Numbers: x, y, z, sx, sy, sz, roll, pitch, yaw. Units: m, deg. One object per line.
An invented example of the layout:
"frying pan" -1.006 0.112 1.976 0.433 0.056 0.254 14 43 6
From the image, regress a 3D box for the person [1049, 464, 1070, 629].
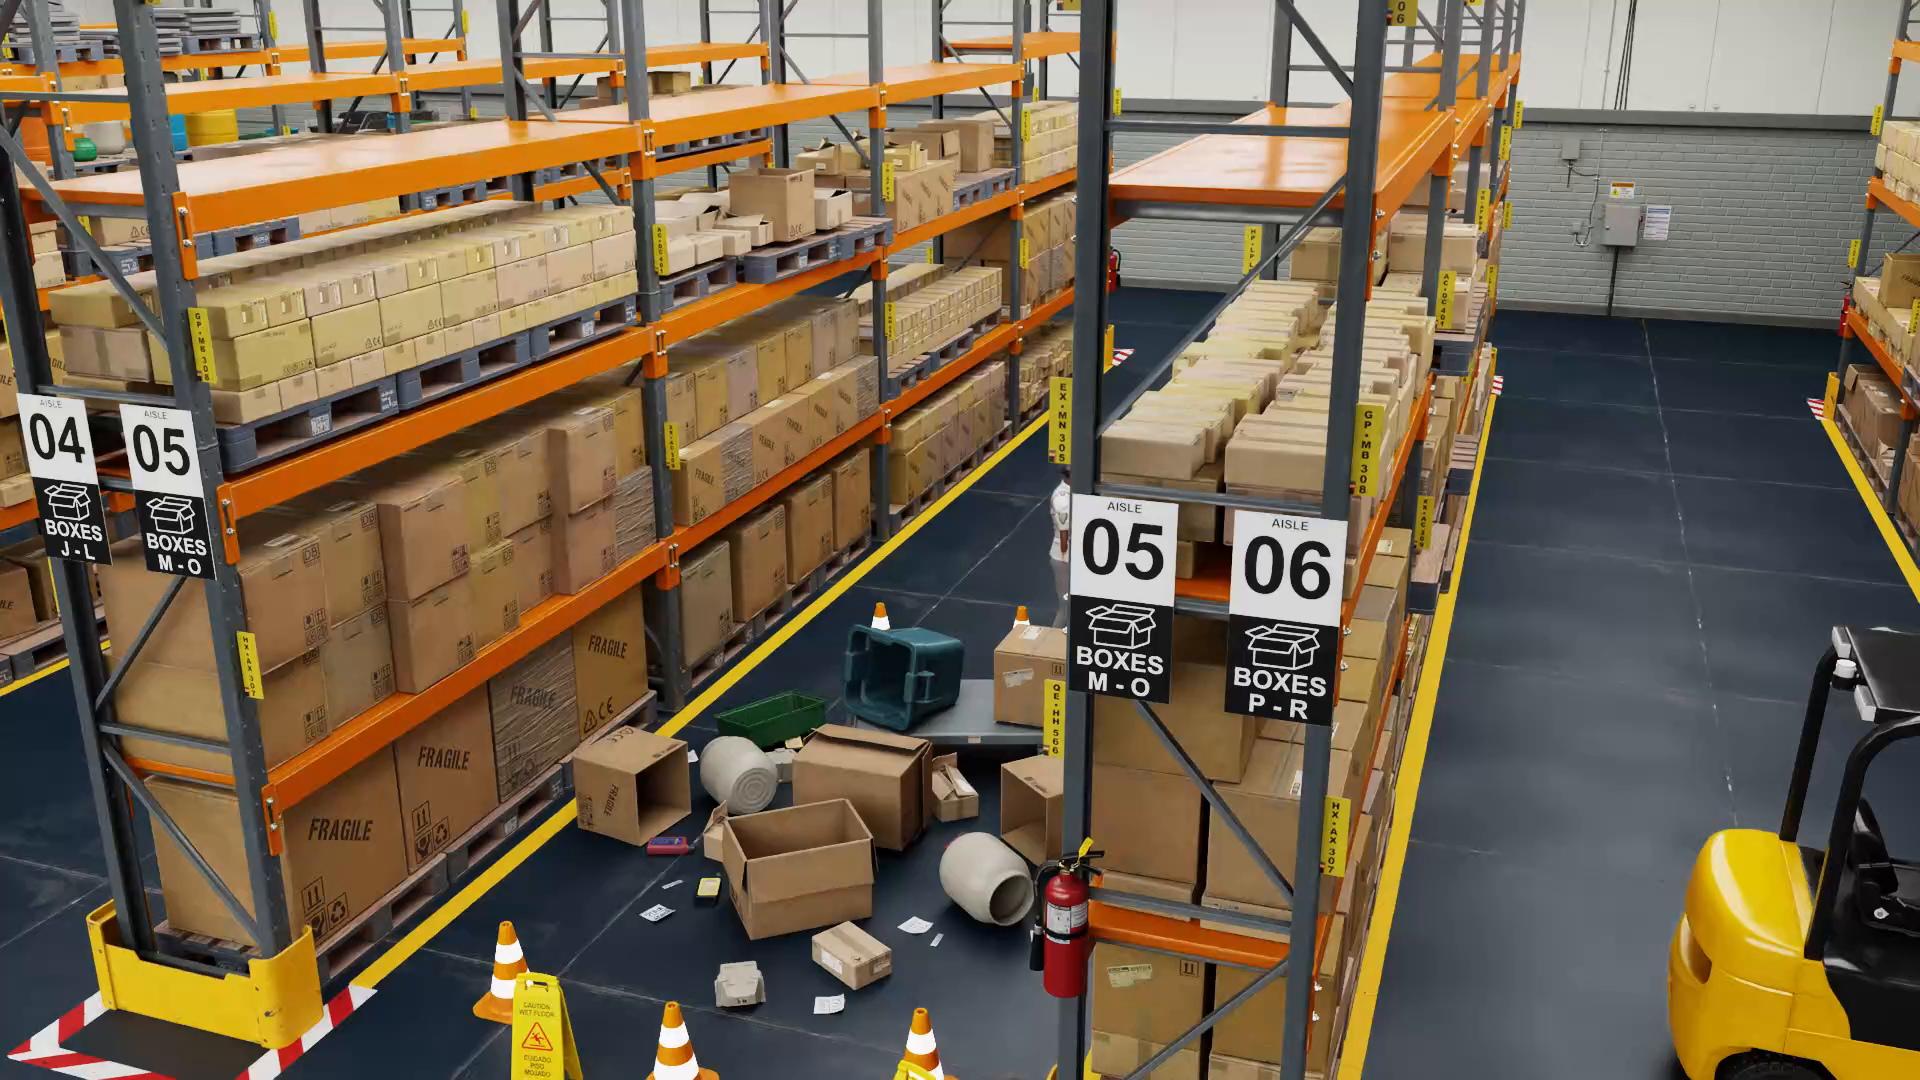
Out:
"person" 0.854 0.158 12.529 0.339 1.661 0.439 7 20 19
